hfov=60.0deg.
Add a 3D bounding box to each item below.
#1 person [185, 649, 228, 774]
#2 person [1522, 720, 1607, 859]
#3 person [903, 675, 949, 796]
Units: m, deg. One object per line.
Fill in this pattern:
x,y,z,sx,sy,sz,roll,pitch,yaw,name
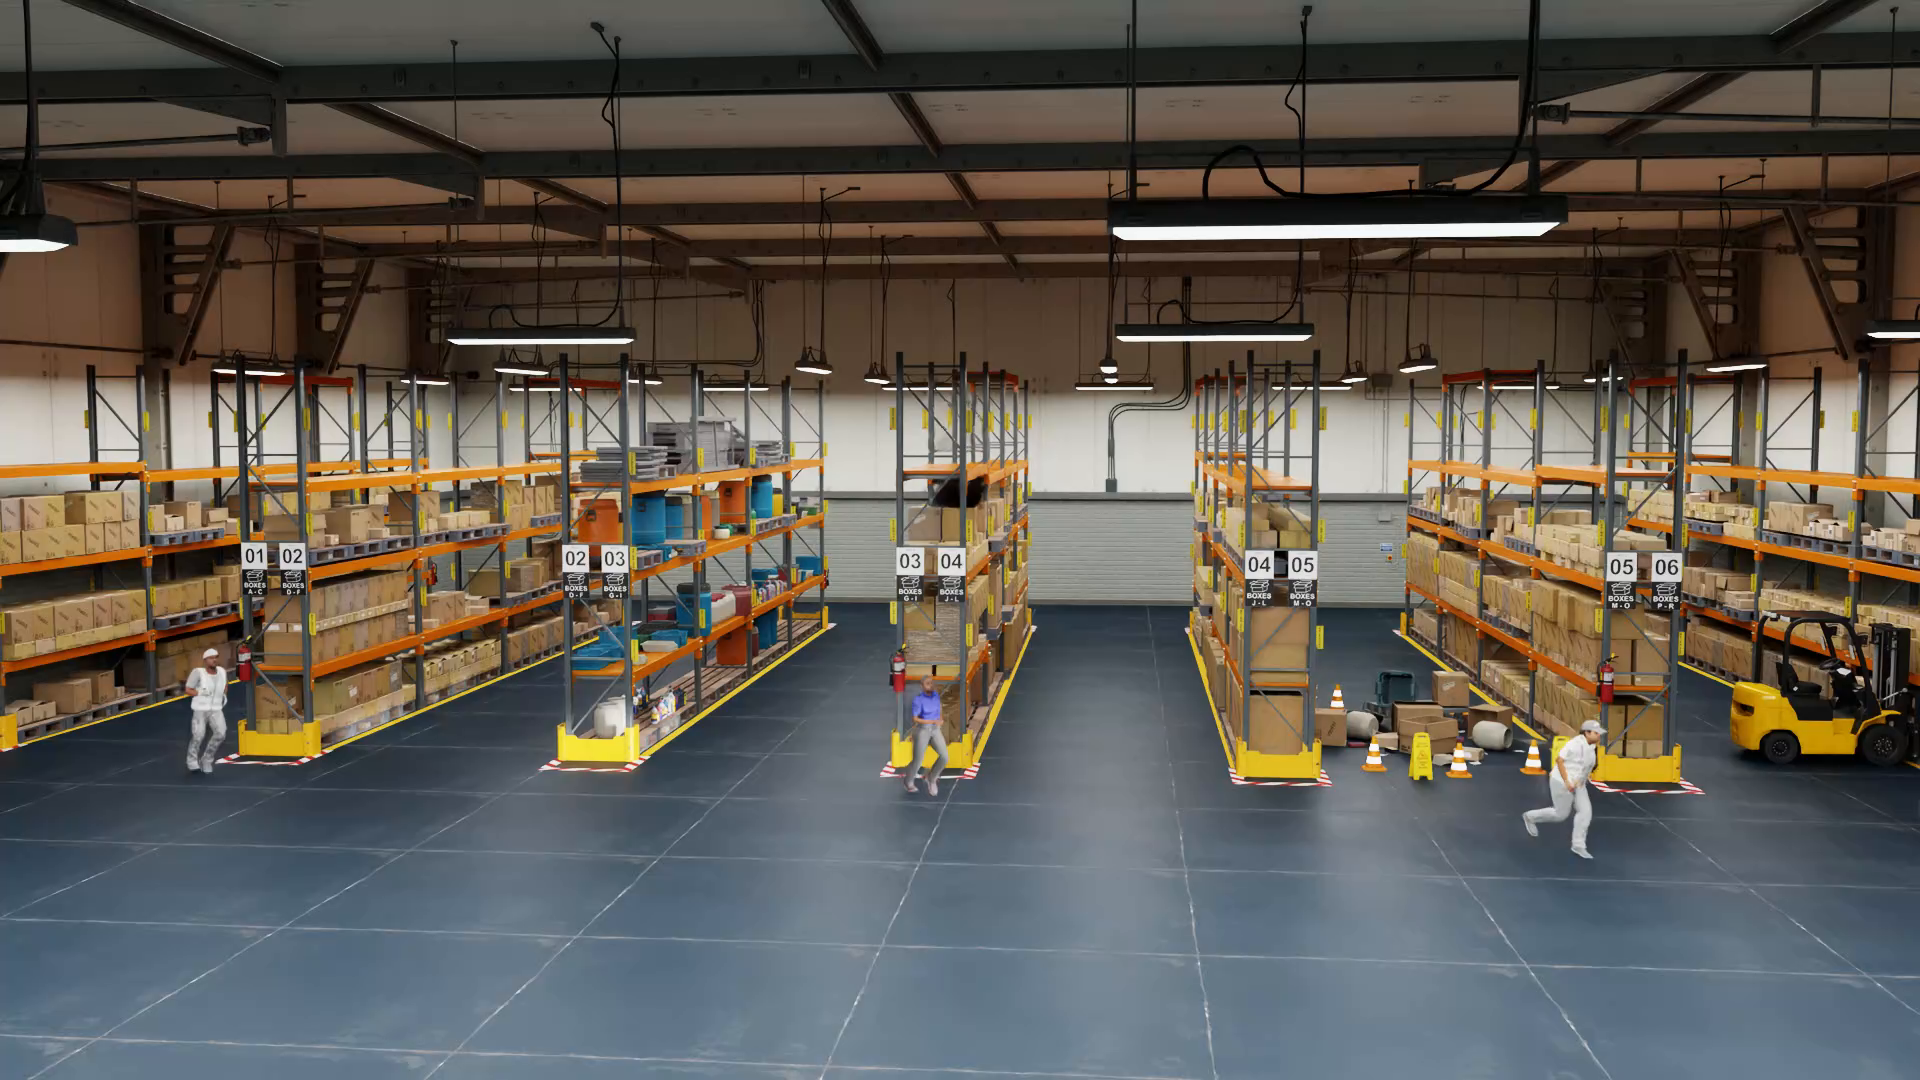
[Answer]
-10.681,2.448,23.713,0.693,1.792,0.681,4,6,44,person
7.041,2.859,19.362,0.964,1.625,0.590,4,6,43,person
-0.413,2.601,22.170,0.588,1.630,0.841,-3,5,-33,person
